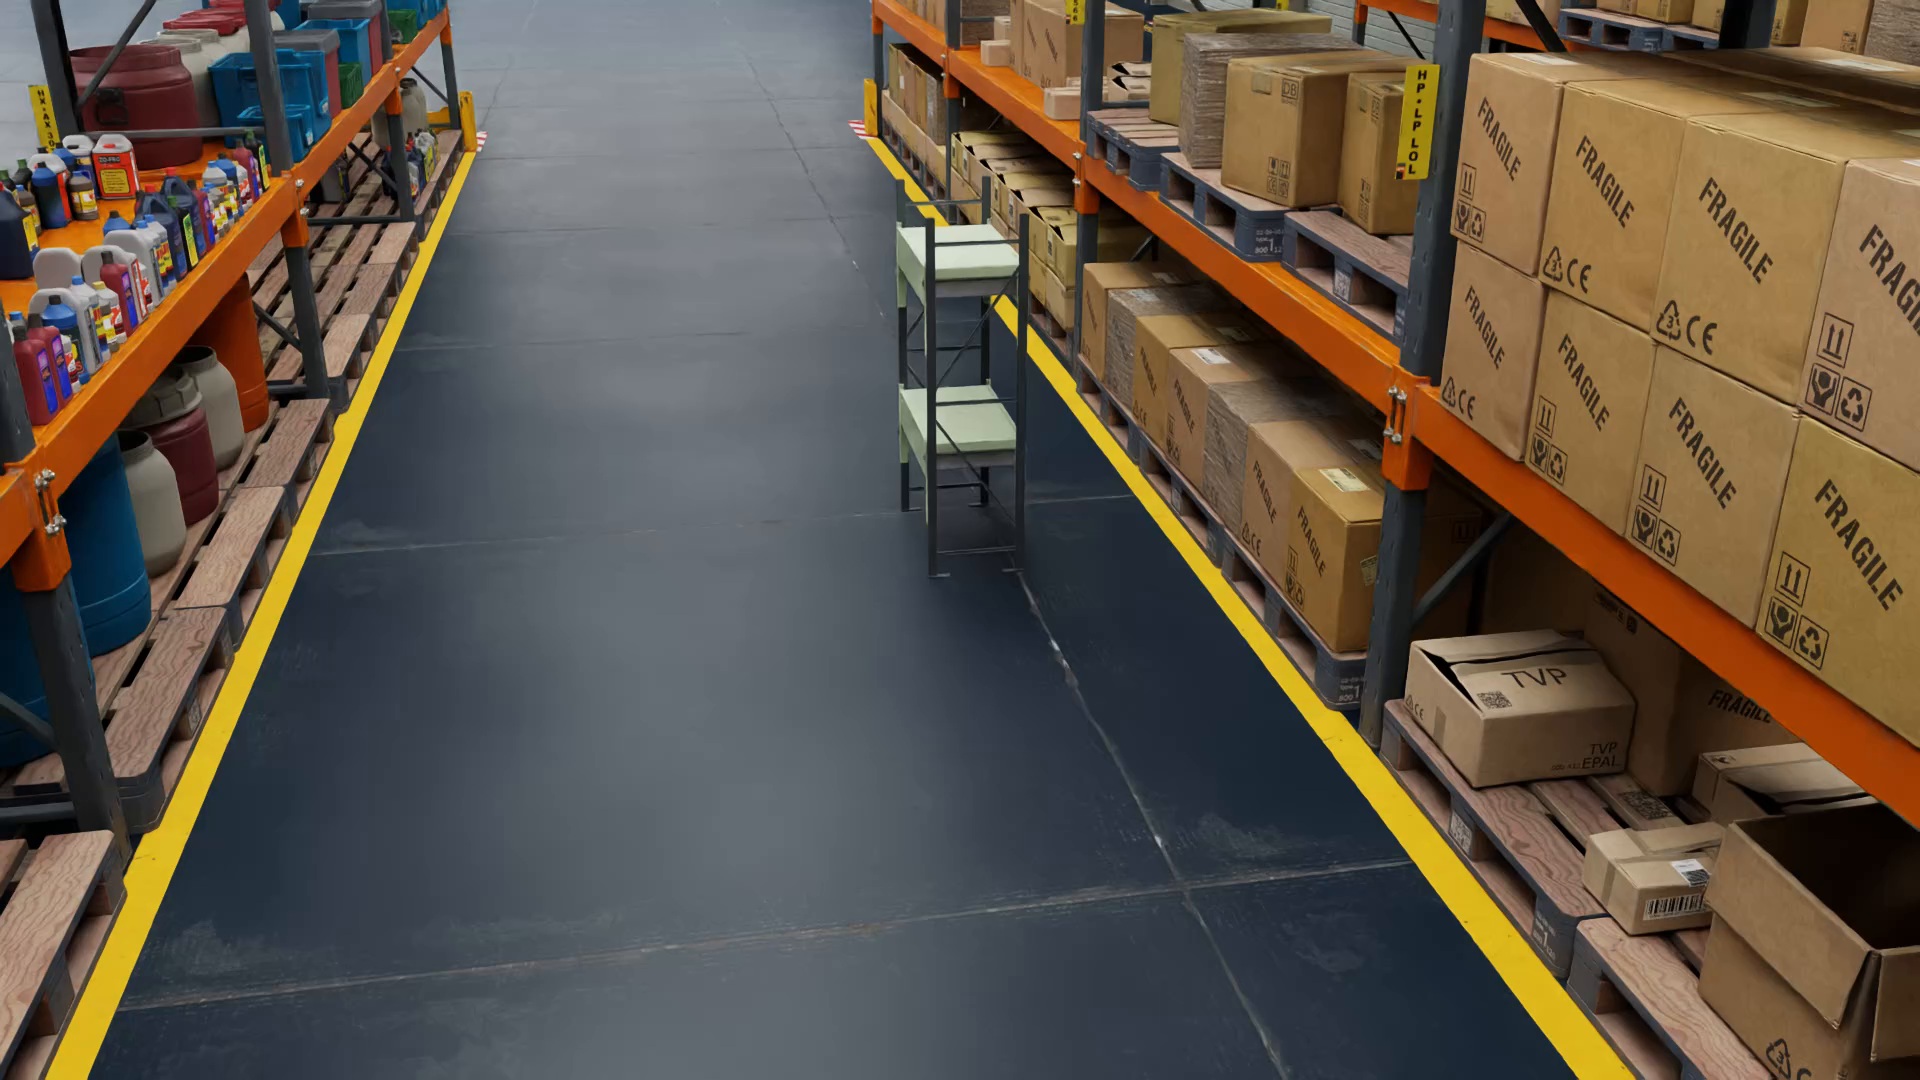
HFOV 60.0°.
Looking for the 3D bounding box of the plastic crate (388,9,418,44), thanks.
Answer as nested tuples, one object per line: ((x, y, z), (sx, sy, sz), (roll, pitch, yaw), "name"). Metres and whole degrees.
((-4.449, -3.962, 12.839), (0.450, 0.188, 0.662), (-4, 24, -10), "plastic crate")

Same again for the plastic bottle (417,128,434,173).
((-4.365, -3.155, 13.486), (0.144, 0.351, 0.185), (-3, 24, -8), "plastic bottle")

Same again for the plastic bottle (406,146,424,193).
((-4.217, -2.840, 12.766), (0.144, 0.351, 0.185), (-4, 24, -8), "plastic bottle")

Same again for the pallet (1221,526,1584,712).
((1.685, 0.238, 6.442), (1.003, 0.211, 1.213), (-4, 24, -10), "pallet")

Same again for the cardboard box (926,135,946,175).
((0.010, -3.166, 13.661), (0.500, 0.250, 0.500), (-4, 24, -10), "cardboard box")

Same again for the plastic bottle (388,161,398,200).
((-4.295, -2.736, 12.611), (0.061, 0.283, 0.133), (-4, 24, -10), "plastic bottle")

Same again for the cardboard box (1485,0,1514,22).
((4.791, -4.539, 14.056), (0.500, 0.250, 0.500), (-4, 24, -10), "cardboard box")

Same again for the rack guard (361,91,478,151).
((-5.155, -3.906, 15.568), (1.175, 0.500, 0.348), (-4, 24, -10), "rack guard")

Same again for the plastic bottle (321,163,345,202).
((-4.736, -2.735, 12.524), (0.144, 0.351, 0.185), (-4, 24, -10), "plastic bottle")

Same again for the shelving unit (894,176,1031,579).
((-0.001, -0.690, 6.956), (0.431, 1.500, 0.755), (-4, 24, -10), "shelving unit")

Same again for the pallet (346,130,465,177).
((-5.010, -3.454, 14.894), (1.003, 0.211, 1.213), (-4, 24, -10), "pallet")

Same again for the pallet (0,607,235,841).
((-3.098, 0.614, 5.581), (1.003, 0.211, 1.213), (-4, 24, -10), "pallet")

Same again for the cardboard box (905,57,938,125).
((-0.191, -3.901, 14.409), (0.500, 0.500, 0.500), (-4, 24, -10), "cardboard box")

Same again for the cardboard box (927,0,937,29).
((0.112, -4.494, 13.667), (0.700, 0.500, 0.500), (-4, 24, -9), "cardboard box")

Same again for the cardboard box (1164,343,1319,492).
((1.228, -0.544, 7.321), (0.500, 0.500, 0.500), (-5, 24, -12), "cardboard box")

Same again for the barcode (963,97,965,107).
((0.031, -3.234, 12.282), (0.001, 0.075, 0.075), (-4, 24, -10), "barcode")

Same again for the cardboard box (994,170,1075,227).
((0.510, -2.273, 10.918), (0.500, 0.311, 0.500), (-4, 24, -8), "cardboard box")

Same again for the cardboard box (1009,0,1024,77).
((0.617, -3.405, 11.173), (0.500, 0.500, 0.500), (-3, 24, -6), "cardboard box")

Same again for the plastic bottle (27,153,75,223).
((-3.888, -1.498, 7.087), (0.152, 0.276, 0.135), (-4, 24, -10), "plastic bottle")

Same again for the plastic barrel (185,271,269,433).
((-3.628, -0.938, 7.836), (0.600, 0.830, 0.708), (-4, 24, -10), "plastic barrel")

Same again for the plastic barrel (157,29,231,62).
((-4.214, -2.537, 9.171), (0.421, 0.512, 0.421), (0, 24, 0), "plastic barrel")

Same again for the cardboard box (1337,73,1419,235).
((1.815, -1.430, 6.126), (0.700, 0.500, 0.500), (-1, 24, -1), "cardboard box")

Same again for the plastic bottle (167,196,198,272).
((-2.971, -1.175, 6.339), (0.061, 0.283, 0.133), (-4, 24, -10), "plastic bottle")

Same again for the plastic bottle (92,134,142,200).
((-3.824, -1.691, 7.530), (0.152, 0.276, 0.135), (-4, 24, -10), "plastic bottle")

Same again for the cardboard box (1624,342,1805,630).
((1.887, -0.150, 3.721), (0.500, 0.500, 0.500), (-4, 24, -10), "cardboard box")

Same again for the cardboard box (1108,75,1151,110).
((1.109, -2.402, 9.113), (0.500, 0.311, 0.500), (-3, 24, -6), "cardboard box")

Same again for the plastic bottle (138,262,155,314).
((-2.873, -0.889, 5.786), (0.097, 0.201, 0.097), (0, 24, 0), "plastic bottle")

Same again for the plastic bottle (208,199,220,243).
((-3.069, -1.307, 6.743), (0.097, 0.201, 0.097), (0, 24, 0), "plastic bottle")

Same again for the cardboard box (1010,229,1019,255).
((0.607, -1.818, 10.576), (0.500, 0.250, 0.500), (-4, 24, -9), "cardboard box")

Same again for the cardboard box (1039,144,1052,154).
((0.852, -2.717, 11.933), (0.500, 0.311, 0.500), (-4, 24, -8), "cardboard box")

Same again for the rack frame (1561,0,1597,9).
((5.261, -4.238, 13.205), (1.000, 3.000, 0.127), (-4, 24, -10), "rack frame")

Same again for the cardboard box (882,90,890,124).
((-0.466, -4.148, 15.910), (0.500, 0.250, 0.500), (-4, 24, -10), "cardboard box")

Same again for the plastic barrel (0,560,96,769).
((-3.080, 0.196, 5.150), (0.600, 0.901, 0.708), (-4, 24, -10), "plastic barrel")

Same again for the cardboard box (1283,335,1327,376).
((1.744, -0.922, 7.249), (0.500, 0.250, 0.500), (-5, 24, -11), "cardboard box")

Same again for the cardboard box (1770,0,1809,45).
((5.652, -3.584, 11.034), (0.700, 0.500, 0.500), (-4, 24, -10), "cardboard box")

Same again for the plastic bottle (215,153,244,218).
((-3.159, -1.531, 7.167), (0.097, 0.271, 0.097), (0, 24, 0), "plastic bottle")

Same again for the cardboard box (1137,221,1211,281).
((1.325, -1.713, 9.635), (0.500, 0.311, 0.500), (-4, 24, -8), "cardboard box")

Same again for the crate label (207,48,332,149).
((-3.654, -2.358, 8.857), (0.502, 0.435, 0.616), (-4, 24, -10), "crate label")

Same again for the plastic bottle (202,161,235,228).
((-3.123, -1.454, 6.992), (0.097, 0.271, 0.097), (0, 24, 0), "plastic bottle")

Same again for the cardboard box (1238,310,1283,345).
((1.632, -0.798, 7.903), (0.500, 0.500, 0.500), (-5, 24, -12), "cardboard box")

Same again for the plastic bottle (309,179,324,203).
((-4.878, -2.724, 12.500), (0.144, 0.351, 0.185), (-5, 24, -11), "plastic bottle")

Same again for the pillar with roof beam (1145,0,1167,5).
((-0.949, -12.750, 25.201), (9.100, 9.000, 0.400), (-4, 24, -10), "pillar with roof beam")

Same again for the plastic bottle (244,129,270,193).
((-3.242, -1.750, 7.655), (0.061, 0.283, 0.133), (-4, 24, -10), "plastic bottle")

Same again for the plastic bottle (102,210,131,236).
((-3.093, -1.078, 6.131), (0.097, 0.271, 0.097), (0, 24, 0), "plastic bottle")

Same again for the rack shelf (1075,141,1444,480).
((1.503, -1.180, 7.103), (1.077, 0.370, 4.000), (-4, 24, -10), "rack shelf")

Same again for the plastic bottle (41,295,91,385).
((-2.726, -0.609, 5.058), (0.097, 0.271, 0.097), (0, 24, 0), "plastic bottle")

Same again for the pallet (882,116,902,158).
((-0.164, -3.867, 15.841), (1.003, 0.211, 1.213), (-4, 24, -10), "pallet")

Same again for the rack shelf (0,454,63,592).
((-2.626, 0.759, 2.664), (1.077, 0.370, 4.000), (-4, 24, -10), "rack shelf")

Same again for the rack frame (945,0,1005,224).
((0.393, -3.870, 12.362), (1.000, 3.000, 0.127), (-4, 24, -10), "rack frame")

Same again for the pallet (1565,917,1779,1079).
((2.228, 1.306, 3.996), (1.003, 0.211, 1.213), (-4, 24, -10), "pallet")

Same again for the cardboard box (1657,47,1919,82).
((2.221, -1.047, 4.526), (0.500, 0.500, 0.500), (-4, 24, -9), "cardboard box")

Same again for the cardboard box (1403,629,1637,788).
((1.738, 0.489, 5.193), (0.500, 0.311, 0.500), (-4, 24, -10), "cardboard box")

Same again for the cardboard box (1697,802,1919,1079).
((2.225, 0.958, 3.878), (0.797, 0.503, 0.637), (-4, 24, -10), "cardboard box")
